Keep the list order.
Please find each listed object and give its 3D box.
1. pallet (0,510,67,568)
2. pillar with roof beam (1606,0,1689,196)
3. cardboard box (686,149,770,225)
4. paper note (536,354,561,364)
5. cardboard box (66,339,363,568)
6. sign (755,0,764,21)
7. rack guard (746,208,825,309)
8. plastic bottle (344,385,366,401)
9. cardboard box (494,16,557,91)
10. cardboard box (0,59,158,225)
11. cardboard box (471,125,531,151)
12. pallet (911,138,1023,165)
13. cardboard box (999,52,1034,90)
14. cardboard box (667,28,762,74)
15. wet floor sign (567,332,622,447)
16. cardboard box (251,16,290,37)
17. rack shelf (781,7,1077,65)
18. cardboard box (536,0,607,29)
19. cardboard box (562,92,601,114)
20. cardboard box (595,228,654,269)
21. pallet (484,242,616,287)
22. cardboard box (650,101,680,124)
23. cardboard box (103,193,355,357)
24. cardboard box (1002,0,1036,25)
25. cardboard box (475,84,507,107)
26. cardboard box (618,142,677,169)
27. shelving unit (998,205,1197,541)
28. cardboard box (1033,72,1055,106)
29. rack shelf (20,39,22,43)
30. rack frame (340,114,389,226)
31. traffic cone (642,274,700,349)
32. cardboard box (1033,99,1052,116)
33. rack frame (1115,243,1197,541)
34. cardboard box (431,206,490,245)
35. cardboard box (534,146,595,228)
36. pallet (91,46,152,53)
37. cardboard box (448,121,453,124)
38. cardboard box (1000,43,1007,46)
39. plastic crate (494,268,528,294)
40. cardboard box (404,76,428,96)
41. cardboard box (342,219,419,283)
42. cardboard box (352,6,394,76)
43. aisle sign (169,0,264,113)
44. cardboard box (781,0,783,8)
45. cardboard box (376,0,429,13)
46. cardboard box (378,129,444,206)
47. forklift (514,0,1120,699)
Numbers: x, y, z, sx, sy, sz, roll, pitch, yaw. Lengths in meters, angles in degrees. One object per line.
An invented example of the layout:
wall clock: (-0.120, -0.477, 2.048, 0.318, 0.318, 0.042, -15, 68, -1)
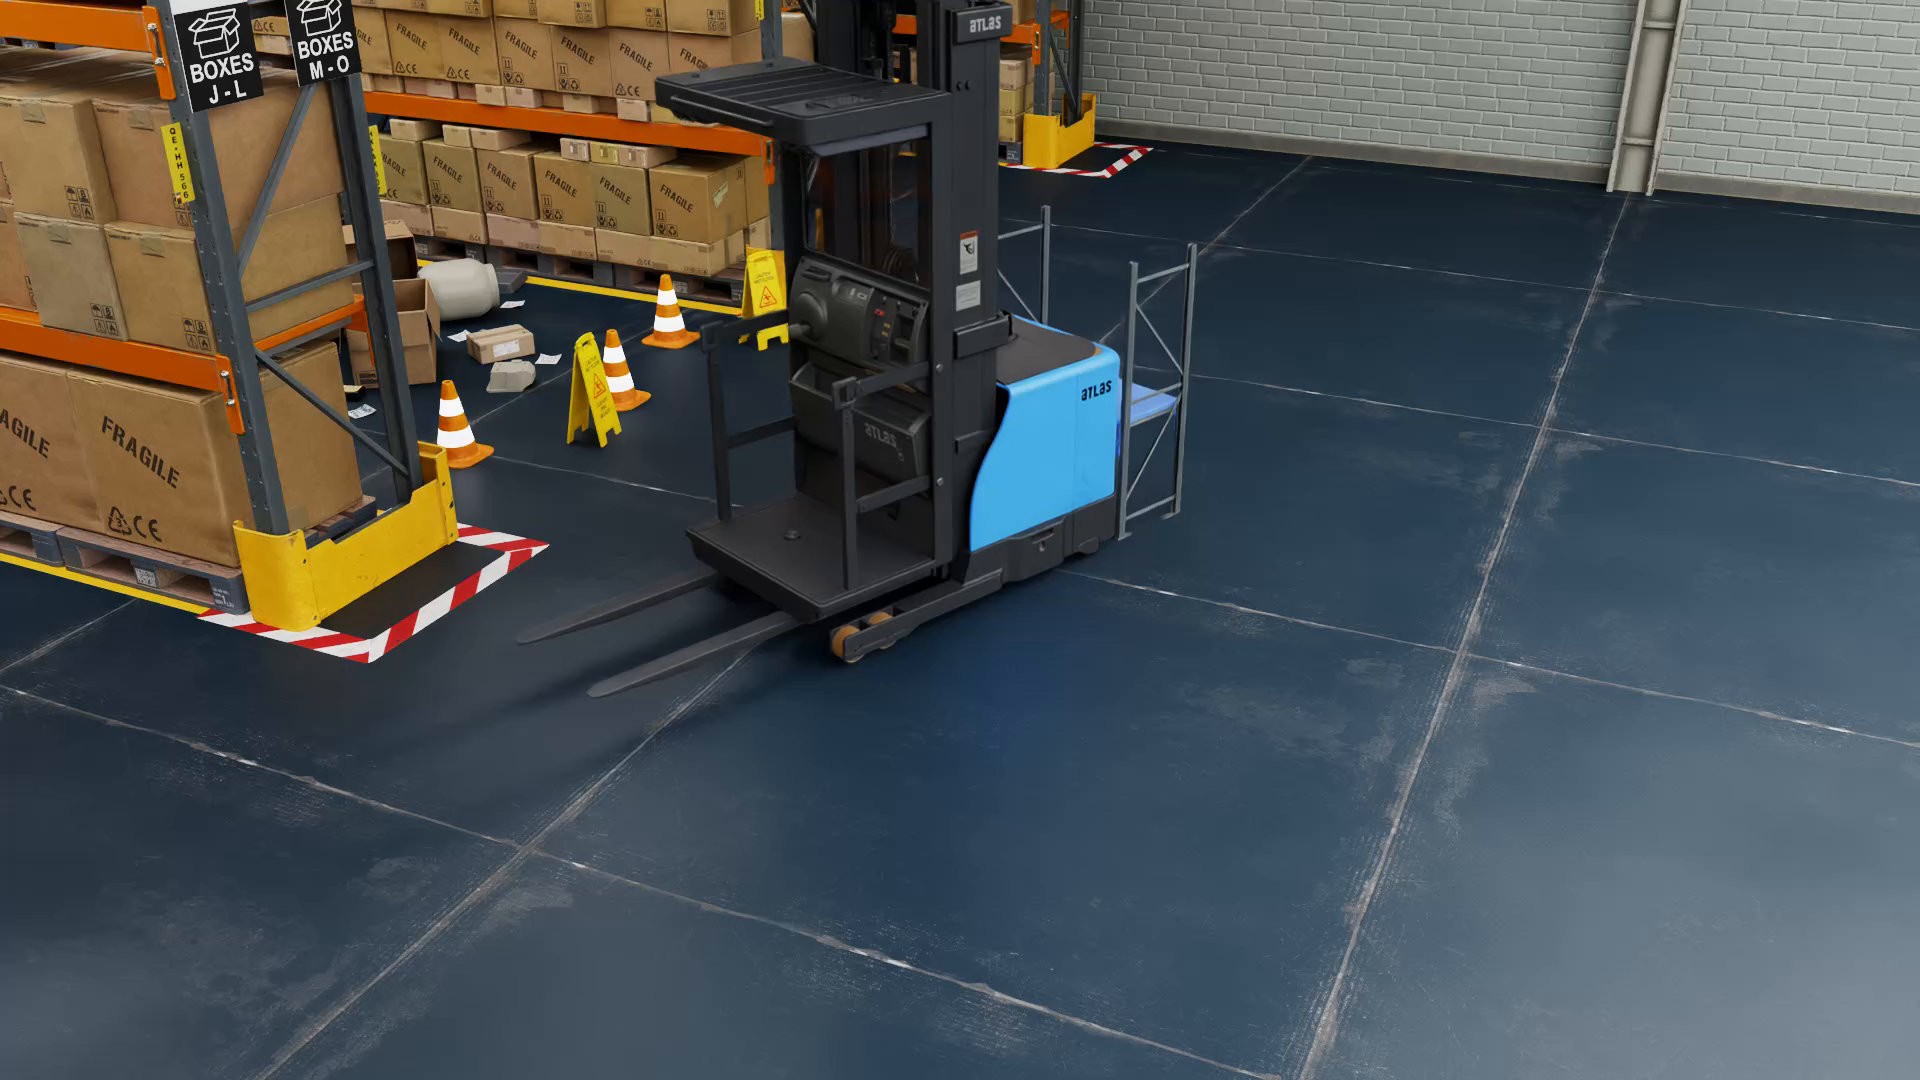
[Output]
pallet: (-4.912, -0.259, 9.038, 1.213, 0.211, 1.003, 11, 28, 22)
pillar with roof beam: (4.383, -5.530, 9.795, 0.400, 9.000, 9.100, 11, 28, 22)
cardboard box: (-1.729, -2.735, 12.697, 0.500, 0.500, 0.500, 10, 28, 20)
paper note: (-2.772, -1.221, 11.196, 0.142, 0.019, 0.148, 2, 26, 4)
cardboard box: (-3.689, -0.504, 8.309, 0.875, 0.875, 0.875, 12, 28, 22)
sign: (-1.336, -3.622, 11.043, 0.005, 0.325, 0.100, 11, 28, 22)
rack guard: (-1.157, -2.073, 12.395, 0.348, 0.500, 1.175, 11, 28, 22)
plastic bottle: (-3.944, -0.937, 10.585, 0.283, 0.061, 0.133, 2, 26, 4)
cardboard box: (-3.057, -3.634, 12.285, 0.500, 0.500, 0.500, 12, 29, 22)
cardboard box: (-3.905, -1.871, 7.761, 0.550, 0.550, 0.875, 11, 28, 22)
cardboard box: (-3.500, -3.090, 12.684, 0.250, 0.149, 0.380, 13, 29, 25)
pallet: (0.250, -4.049, 16.735, 1.213, 0.211, 1.003, 11, 28, 22)
cardboard box: (0.415, -4.539, 16.080, 0.500, 0.250, 0.500, 12, 29, 24)
cardboard box: (-1.696, -3.347, 11.703, 0.500, 0.500, 0.500, 11, 28, 21)
wet floor sign: (-2.199, -0.906, 9.861, 0.232, 0.644, 0.267, 6, 27, 13)
cardboard box: (-5.244, -4.271, 13.104, 0.500, 0.500, 0.500, 11, 28, 21)
rack shelf: (-0.857, -5.220, 16.771, 4.000, 0.370, 1.077, 11, 28, 22)
cardboard box: (-2.608, -3.961, 11.817, 0.500, 0.500, 0.700, 11, 28, 21)
cardboard box: (-2.710, -3.256, 12.252, 0.250, 0.149, 0.380, 11, 28, 21)
cardboard box: (-2.403, -2.273, 12.608, 0.500, 0.250, 0.500, 11, 28, 22)
pallet: (-2.988, -2.330, 13.243, 1.213, 0.211, 1.003, 11, 28, 22)
cardboard box: (-2.018, -3.108, 11.950, 0.250, 0.149, 0.380, 11, 28, 21)
cardboard box: (-3.401, -1.289, 7.802, 0.550, 0.550, 0.875, 11, 28, 22)
cardboard box: (0.407, -5.206, 15.816, 0.500, 0.500, 0.500, 11, 28, 21)
cardboard box: (-3.414, -3.375, 12.494, 0.250, 0.149, 0.380, 12, 28, 22)
cardboard box: (-2.287, -2.845, 12.186, 0.250, 0.149, 0.380, 12, 29, 23)
shelving unit: (0.654, -0.911, 8.903, 0.538, 1.500, 1.048, -23, 34, -38)
cardboard box: (0.622, -4.526, 16.618, 0.500, 0.250, 0.500, 12, 29, 23)
rack shelf: (-10.191, -4.686, 15.687, 4.000, 0.370, 1.077, 11, 28, 22)
rack frame: (-4.729, -3.912, 13.300, 0.127, 3.000, 1.000, 11, 28, 22)
traffic cone: (-2.013, -1.603, 11.481, 0.334, 0.463, 0.336, 11, 28, 22)
cardboard box: (0.597, -4.300, 16.726, 0.500, 0.250, 0.500, 11, 28, 22)
rack frame: (1.007, -0.749, 8.574, 0.500, 1.500, 0.032, -23, 34, -38)
cardboard box: (-3.813, -2.557, 13.186, 0.500, 0.250, 0.500, 13, 29, 25)
cardboard box: (-2.858, -2.703, 12.632, 0.500, 0.500, 0.500, 11, 28, 21)
pallet: (-6.551, -4.212, 14.126, 1.213, 0.211, 1.003, 11, 28, 22)
cardboard box: (-4.079, -3.203, 13.648, 0.500, 0.500, 0.500, 11, 28, 21)
cardboard box: (0.148, -4.835, 16.679, 0.500, 0.250, 0.500, 11, 28, 22)
plastic crate: (-3.639, -1.985, 12.692, 0.583, 0.080, 0.402, 2, 26, 4)
cardboard box: (-4.069, -3.551, 12.851, 0.250, 0.149, 0.380, 11, 28, 22)
cardboard box: (-4.317, -2.049, 12.342, 0.500, 0.500, 0.500, -12, 29, -23)
cardboard box: (-4.444, -3.898, 12.821, 0.500, 0.500, 0.500, 11, 28, 22)
aisle sign: (-3.104, -2.205, 6.889, 0.004, 0.787, 0.394, 11, 28, 22)
cardboard box: (-1.901, -5.679, 16.775, 0.500, 0.500, 0.500, 12, 29, 23)
cardboard box: (-3.962, -4.269, 12.443, 0.500, 0.500, 0.700, 12, 28, 22)
cardboard box: (-4.304, -2.987, 13.209, 0.500, 0.500, 0.500, 13, 29, 24)
forklift: (-0.626, -1.014, 7.491, 3.031, 2.935, 1.130, -22, 33, -37)
